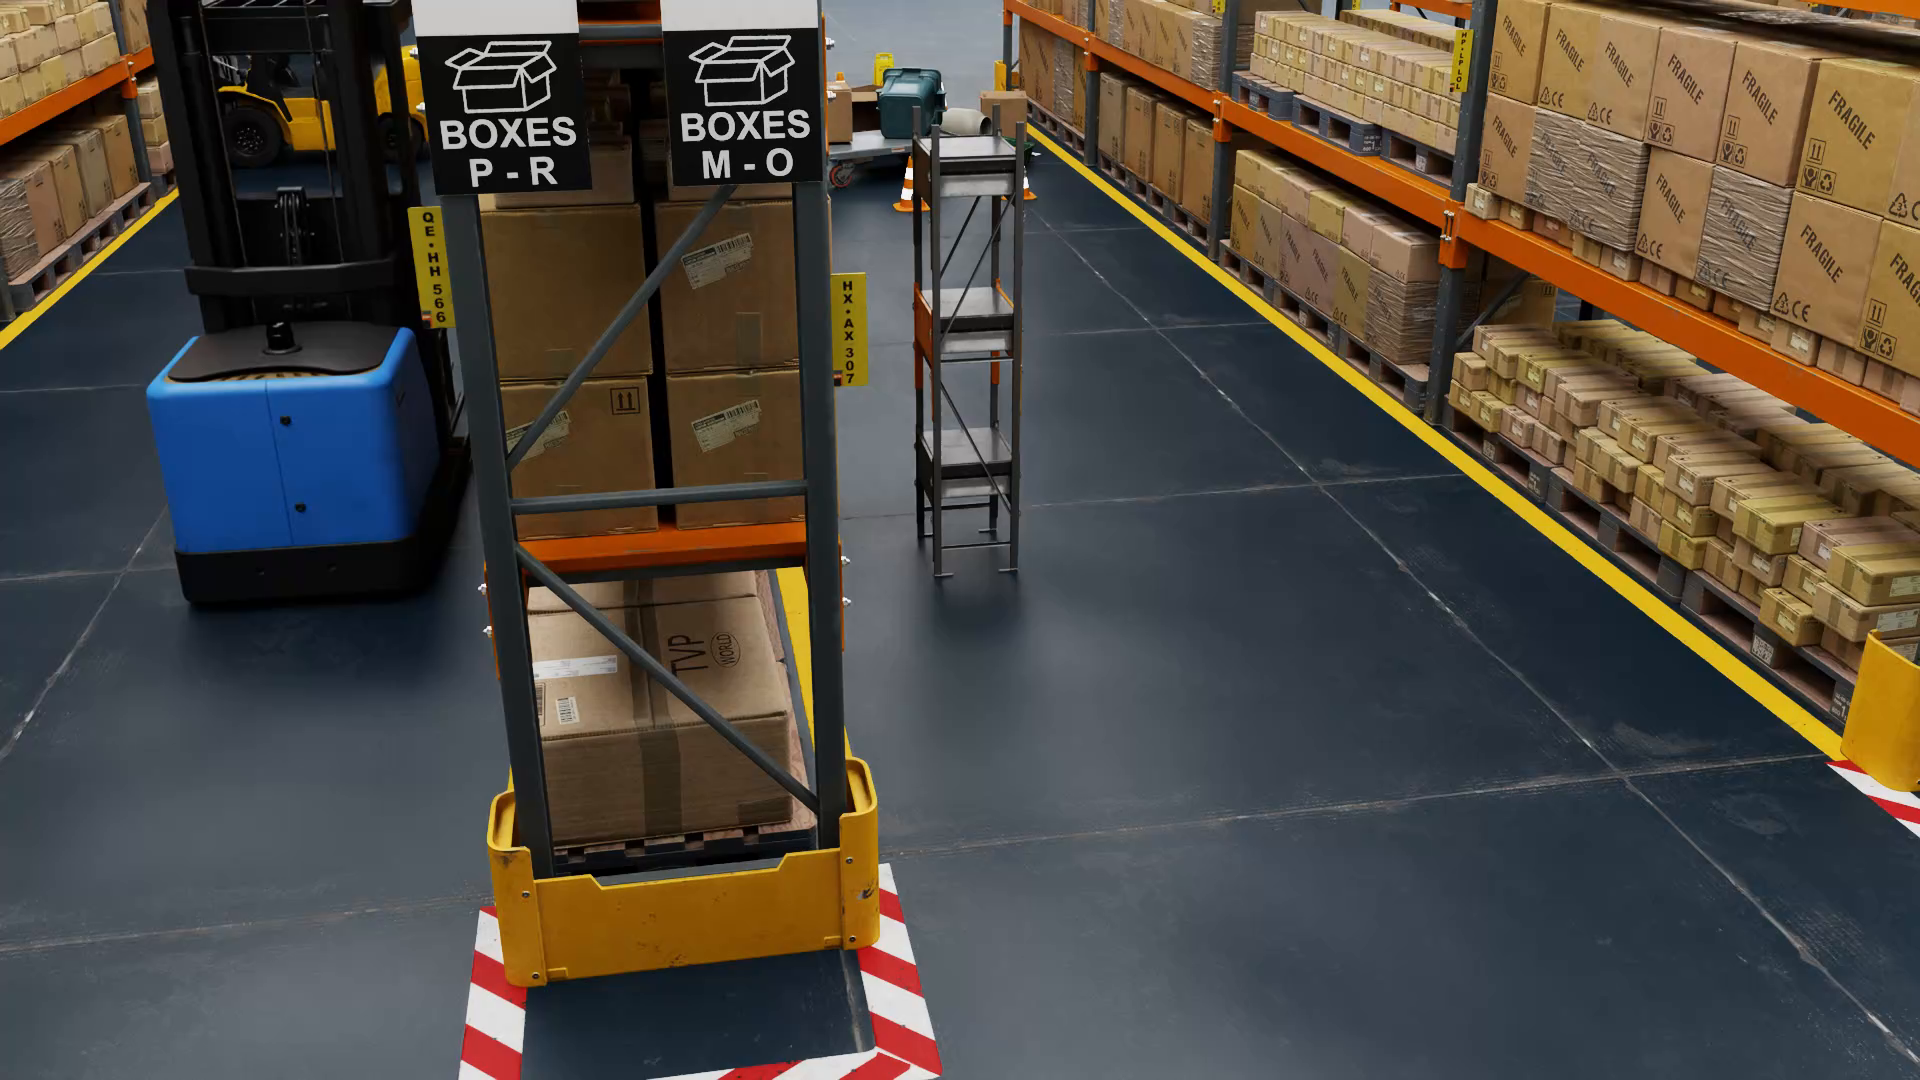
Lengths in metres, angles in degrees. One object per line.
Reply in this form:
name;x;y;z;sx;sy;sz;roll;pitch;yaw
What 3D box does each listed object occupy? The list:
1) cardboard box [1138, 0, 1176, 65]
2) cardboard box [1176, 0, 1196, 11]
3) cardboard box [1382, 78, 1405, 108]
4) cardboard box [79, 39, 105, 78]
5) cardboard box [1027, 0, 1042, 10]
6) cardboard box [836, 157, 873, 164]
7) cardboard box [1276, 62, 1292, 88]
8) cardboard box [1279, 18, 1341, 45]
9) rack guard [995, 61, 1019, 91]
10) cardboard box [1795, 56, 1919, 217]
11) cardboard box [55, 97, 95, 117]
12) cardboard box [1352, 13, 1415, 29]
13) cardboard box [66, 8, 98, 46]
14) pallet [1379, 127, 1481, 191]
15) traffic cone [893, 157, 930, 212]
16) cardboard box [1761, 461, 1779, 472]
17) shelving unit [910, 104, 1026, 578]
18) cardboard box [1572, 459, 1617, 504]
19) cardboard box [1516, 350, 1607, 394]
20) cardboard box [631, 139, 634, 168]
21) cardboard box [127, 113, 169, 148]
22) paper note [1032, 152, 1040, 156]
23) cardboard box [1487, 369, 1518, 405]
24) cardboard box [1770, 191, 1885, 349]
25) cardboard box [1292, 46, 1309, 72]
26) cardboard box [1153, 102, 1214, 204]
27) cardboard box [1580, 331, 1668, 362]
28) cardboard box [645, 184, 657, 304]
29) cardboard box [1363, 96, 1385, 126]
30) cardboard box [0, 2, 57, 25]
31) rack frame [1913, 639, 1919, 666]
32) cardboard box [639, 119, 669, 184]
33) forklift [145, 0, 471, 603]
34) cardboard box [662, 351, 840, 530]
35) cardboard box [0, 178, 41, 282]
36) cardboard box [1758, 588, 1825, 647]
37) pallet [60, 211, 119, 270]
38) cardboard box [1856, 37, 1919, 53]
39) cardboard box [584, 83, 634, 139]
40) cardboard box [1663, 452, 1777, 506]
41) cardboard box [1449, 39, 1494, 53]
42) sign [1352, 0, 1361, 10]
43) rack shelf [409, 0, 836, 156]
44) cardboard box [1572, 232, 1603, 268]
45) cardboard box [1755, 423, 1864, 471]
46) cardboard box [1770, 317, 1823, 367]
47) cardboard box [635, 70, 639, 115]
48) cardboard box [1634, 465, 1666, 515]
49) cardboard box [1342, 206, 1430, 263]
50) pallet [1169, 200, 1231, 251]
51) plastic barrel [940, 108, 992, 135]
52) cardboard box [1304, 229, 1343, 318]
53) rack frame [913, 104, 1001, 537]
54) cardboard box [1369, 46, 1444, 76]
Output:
cardboard box;1.881;-4.467;14.604;0.500;0.500;0.500;-4;24;-9
cardboard box;2.245;-4.751;14.006;0.700;0.500;0.500;-5;24;-11
cardboard box;2.834;-2.760;10.239;0.380;0.149;0.250;-5;24;-11
cardboard box;-7.504;-4.023;13.900;0.500;0.250;0.500;-4;24;-10
cardboard box;1.247;-6.298;18.735;0.875;0.550;0.550;-4;24;-10
cardboard box;-1.117;-4.063;17.221;0.396;0.266;0.258;18;29;36
cardboard box;2.494;-3.344;11.948;0.380;0.149;0.250;-3;24;-7
cardboard box;2.498;-3.621;11.839;0.380;0.149;0.250;-4;24;-10
rack guard;1.026;-5.680;20.630;1.175;0.500;0.348;-4;24;-10
cardboard box;3.567;-1.524;6.245;0.500;0.500;0.500;-5;24;-12
cardboard box;-8.234;-4.038;15.408;0.500;0.250;0.500;-4;24;-9
cardboard box;3.095;-3.761;12.160;0.380;0.149;0.250;-5;24;-10
cardboard box;-7.509;-4.252;13.801;0.500;0.250;0.500;-5;24;-11
pallet;3.251;-2.319;10.053;1.003;0.211;1.213;-4;24;-10
traffic cone;-0.434;-3.250;15.113;0.336;0.463;0.334;-4;24;-10
cardboard box;3.843;-0.281;7.812;0.380;0.149;0.250;-3;24;-7
shelving unit;0.031;-0.897;7.681;0.431;2.100;0.503;-4;24;-10
cardboard box;3.281;-0.308;8.244;0.380;0.149;0.250;-5;24;-11
cardboard box;3.198;-0.895;8.846;0.380;0.149;0.250;-5;24;-10
cardboard box;-1.394;-1.191;5.854;0.500;0.500;0.500;-4;24;-10
cardboard box;-7.739;-3.842;15.586;0.500;0.250;0.500;-4;24;-10
paper note;0.756;-4.080;17.552;0.142;0.020;0.147;18;29;36
cardboard box;3.137;-0.859;9.135;0.380;0.149;0.250;-4;24;-9
cardboard box;3.563;-1.065;6.445;0.500;0.500;0.500;-5;24;-11
cardboard box;2.554;-3.367;11.630;0.380;0.149;0.250;-4;24;-10
cardboard box;2.321;-3.421;14.620;1.050;0.750;0.750;-4;24;-9
cardboard box;3.657;-1.036;9.169;0.380;0.149;0.250;-4;24;-9
cardboard box;-0.768;-1.033;5.493;0.500;0.500;0.500;-5;24;-11
cardboard box;2.786;-2.723;10.525;0.380;0.149;0.250;-5;24;-12
cardboard box;-7.281;-4.094;12.940;0.380;0.149;0.250;-5;24;-11
rack frame;3.989;-0.523;5.699;1.000;3.000;0.127;-4;24;-10
cardboard box;-0.769;-1.176;5.010;0.380;0.149;0.250;-4;24;-8
forklift;-3.213;-1.622;8.303;1.130;2.935;3.031;-4;24;-9
cardboard box;-0.663;-0.372;5.230;0.500;0.500;0.500;-4;24;-10
cardboard box;-7.315;-2.245;12.085;0.875;0.625;0.625;-4;24;-8
cardboard box;3.540;0.306;6.838;0.380;0.149;0.250;-4;24;-8
pallet;-7.549;-2.422;13.532;1.003;0.211;1.213;-4;24;-10
cardboard box;3.993;-1.763;6.794;0.500;0.500;0.500;-5;24;-11
cardboard box;-1.306;-1.448;5.632;0.380;0.149;0.250;-5;24;-10
cardboard box;3.390;-0.274;7.424;0.380;0.149;0.250;-3;24;-8
cardboard box;3.389;-3.143;10.745;0.380;0.149;0.250;-3;24;-8
sign;3.042;-4.207;12.788;0.100;0.325;0.005;-4;24;-10
rack shelf;-1.227;-1.948;6.114;1.077;0.370;4.000;-4;24;-10
cardboard box;3.229;-1.437;8.106;0.380;0.149;0.250;-4;24;-9
cardboard box;3.963;-0.429;7.778;0.380;0.149;0.250;-4;24;-9
cardboard box;3.511;-0.812;6.674;0.380;0.149;0.250;-4;24;-8
cardboard box;-1.516;-2.586;9.050;0.500;0.500;0.500;-4;24;-10
cardboard box;3.376;-0.241;7.719;0.380;0.149;0.250;-3;24;-7
cardboard box;2.782;-1.964;10.660;0.500;0.250;0.500;-3;24;-7
pallet;2.438;-2.707;14.184;1.003;0.211;1.213;-4;24;-10
plastic barrel;0.053;-4.395;17.783;0.512;0.421;0.421;13;27;27
cardboard box;2.680;-1.819;11.266;0.500;0.500;0.500;-5;24;-11
rack frame;-0.015;-0.993;7.900;0.400;2.100;0.015;-4;24;-10
cardboard box;2.796;-2.997;10.410;0.380;0.149;0.250;-5;24;-11
